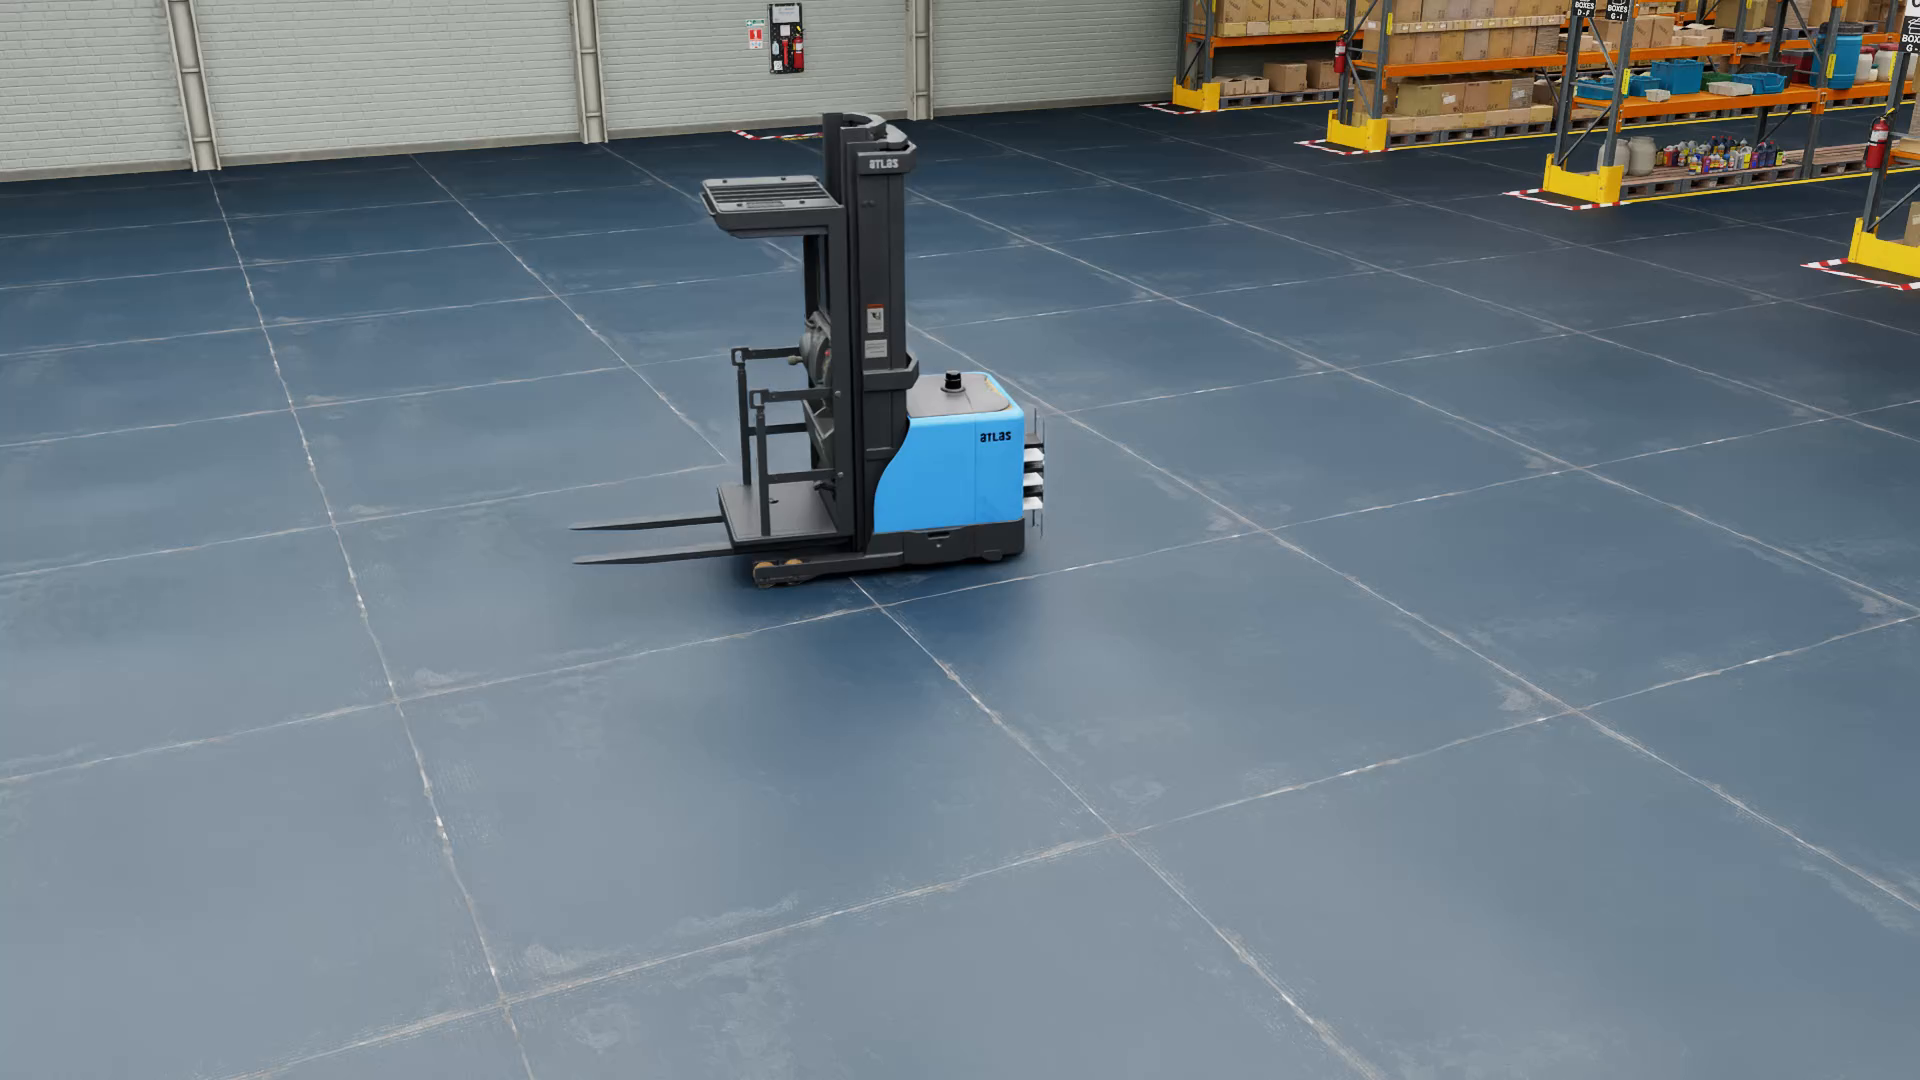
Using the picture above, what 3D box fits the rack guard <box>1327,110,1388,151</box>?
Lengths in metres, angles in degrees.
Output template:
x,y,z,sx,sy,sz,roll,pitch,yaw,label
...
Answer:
x,y,z,sx,sy,sz,roll,pitch,yaw,label
6.552,-6.778,27.470,0.348,0.500,1.175,-10,25,-24,rack guard

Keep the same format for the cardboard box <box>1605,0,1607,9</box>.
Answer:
x,y,z,sx,sy,sz,roll,pitch,yaw,label
13.568,-11.410,34.847,0.500,0.500,0.500,-10,24,-22,cardboard box

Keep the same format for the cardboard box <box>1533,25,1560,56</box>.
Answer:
x,y,z,sx,sy,sz,roll,pitch,yaw,label
9.781,-8.571,28.403,0.500,0.500,0.700,-11,25,-25,cardboard box

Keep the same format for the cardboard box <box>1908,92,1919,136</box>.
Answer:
x,y,z,sx,sy,sz,roll,pitch,yaw,label
11.374,-4.788,18.875,0.500,0.500,0.875,-10,25,-24,cardboard box

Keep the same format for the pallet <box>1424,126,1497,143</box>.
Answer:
x,y,z,sx,sy,sz,roll,pitch,yaw,label
8.342,-6.991,28.362,1.213,0.211,1.003,-10,25,-24,pallet

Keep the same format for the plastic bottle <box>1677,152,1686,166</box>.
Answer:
x,y,z,sx,sy,sz,roll,pitch,yaw,label
10.618,-5.611,24.466,0.097,0.201,0.097,0,22,0,plastic bottle

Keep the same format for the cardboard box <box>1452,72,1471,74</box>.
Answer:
x,y,z,sx,sy,sz,roll,pitch,yaw,label
10.054,-9.744,34.060,0.500,0.500,0.700,-11,25,-24,cardboard box

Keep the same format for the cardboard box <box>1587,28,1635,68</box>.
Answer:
x,y,z,sx,sy,sz,roll,pitch,yaw,label
13.906,-10.534,35.537,0.750,0.750,0.750,-10,24,-22,cardboard box

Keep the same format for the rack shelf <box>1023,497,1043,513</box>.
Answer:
x,y,z,sx,sy,sz,roll,pitch,yaw,label
0.455,-0.260,11.758,0.200,0.077,0.258,-5,23,-13,rack shelf

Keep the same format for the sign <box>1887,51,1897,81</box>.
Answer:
x,y,z,sx,sy,sz,roll,pitch,yaw,label
10.644,-5.398,18.941,0.005,0.325,0.100,-10,25,-24,sign

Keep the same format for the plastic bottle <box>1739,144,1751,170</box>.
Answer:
x,y,z,sx,sy,sz,roll,pitch,yaw,label
11.404,-5.580,24.198,0.185,0.351,0.144,-11,25,-24,plastic bottle

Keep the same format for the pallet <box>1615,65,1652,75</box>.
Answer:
x,y,z,sx,sy,sz,roll,pitch,yaw,label
14.572,-10.192,36.095,1.213,0.211,1.003,-10,25,-24,pallet

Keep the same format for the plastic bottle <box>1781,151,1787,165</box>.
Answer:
x,y,z,sx,sy,sz,roll,pitch,yaw,label
12.131,-5.635,24.526,0.097,0.201,0.097,0,22,0,plastic bottle

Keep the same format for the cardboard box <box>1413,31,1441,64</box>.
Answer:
x,y,z,sx,sy,sz,roll,pitch,yaw,label
7.471,-8.145,27.374,0.500,0.500,0.700,-10,24,-22,cardboard box

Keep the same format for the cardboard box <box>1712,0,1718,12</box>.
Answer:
x,y,z,sx,sy,sz,roll,pitch,yaw,label
16.390,-11.976,36.368,0.700,0.700,0.980,-11,25,-25,cardboard box

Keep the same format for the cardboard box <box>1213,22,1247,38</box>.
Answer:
x,y,z,sx,sy,sz,roll,pitch,yaw,label
4.999,-9.555,31.081,0.500,0.250,0.500,-11,25,-25,cardboard box

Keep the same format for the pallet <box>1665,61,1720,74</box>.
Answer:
x,y,z,sx,sy,sz,roll,pitch,yaw,label
15.954,-10.445,36.706,1.213,0.211,1.003,-10,25,-24,pallet

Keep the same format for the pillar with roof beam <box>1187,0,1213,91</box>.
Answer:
x,y,z,sx,sy,sz,roll,pitch,yaw,label
6.544,-11.346,27.394,0.400,9.000,9.100,-10,25,-24,pillar with roof beam

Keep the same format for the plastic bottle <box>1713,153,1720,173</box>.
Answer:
x,y,z,sx,sy,sz,roll,pitch,yaw,label
10.886,-5.439,23.959,0.097,0.271,0.097,0,22,0,plastic bottle

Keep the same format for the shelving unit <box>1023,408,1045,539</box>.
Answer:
x,y,z,sx,sy,sz,roll,pitch,yaw,label
0.455,-0.457,11.677,0.210,0.900,0.258,-5,23,-13,shelving unit

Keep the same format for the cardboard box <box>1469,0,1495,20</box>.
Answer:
x,y,z,sx,sy,sz,roll,pitch,yaw,label
8.424,-8.920,27.551,0.500,0.500,0.700,-10,25,-24,cardboard box

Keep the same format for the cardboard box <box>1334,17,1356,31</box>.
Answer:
x,y,z,sx,sy,sz,roll,pitch,yaw,label
7.278,-9.984,32.118,0.500,0.250,0.500,-10,25,-23,cardboard box

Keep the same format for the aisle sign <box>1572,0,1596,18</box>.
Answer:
x,y,z,sx,sy,sz,roll,pitch,yaw,label
8.525,-7.521,22.598,0.004,0.787,0.394,-10,25,-24,aisle sign

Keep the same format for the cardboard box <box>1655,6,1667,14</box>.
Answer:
x,y,z,sx,sy,sz,roll,pitch,yaw,label
14.836,-11.323,35.486,0.250,0.149,0.380,-10,24,-23,cardboard box

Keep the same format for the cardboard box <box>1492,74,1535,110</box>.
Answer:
x,y,z,sx,sy,sz,roll,pitch,yaw,label
9.399,-7.639,28.349,0.500,0.500,0.500,-10,25,-24,cardboard box

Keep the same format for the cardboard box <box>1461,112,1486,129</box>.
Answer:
x,y,z,sx,sy,sz,roll,pitch,yaw,label
8.506,-7.121,28.077,0.500,0.250,0.500,-10,25,-24,cardboard box

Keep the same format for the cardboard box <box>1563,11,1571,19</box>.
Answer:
x,y,z,sx,sy,sz,roll,pitch,yaw,label
12.534,-10.892,34.444,0.250,0.149,0.380,-10,24,-22,cardboard box

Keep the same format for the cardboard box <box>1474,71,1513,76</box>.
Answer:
x,y,z,sx,sy,sz,roll,pitch,yaw,label
9.177,-7.816,28.775,0.500,0.500,0.500,-10,25,-24,cardboard box

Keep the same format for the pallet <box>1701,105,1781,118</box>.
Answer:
x,y,z,sx,sy,sz,roll,pitch,yaw,label
14.471,-8.086,31.009,1.213,0.211,1.003,-10,25,-24,pallet

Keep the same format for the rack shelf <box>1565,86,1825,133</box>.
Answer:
x,y,z,sx,sy,sz,roll,pitch,yaw,label
10.521,-6.229,23.816,4.000,0.370,1.077,-10,25,-24,rack shelf

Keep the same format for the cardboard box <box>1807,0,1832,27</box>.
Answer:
x,y,z,sx,sy,sz,roll,pitch,yaw,label
15.821,-9.853,30.952,0.500,0.500,0.700,-18,29,-37,cardboard box

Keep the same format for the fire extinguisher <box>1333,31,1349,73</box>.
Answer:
x,y,z,sx,sy,sz,roll,pitch,yaw,label
6.266,-8.042,27.356,0.183,0.674,0.296,-10,25,-24,fire extinguisher

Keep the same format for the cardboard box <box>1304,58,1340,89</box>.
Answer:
x,y,z,sx,sy,sz,roll,pitch,yaw,label
7.108,-9.169,32.672,0.500,0.500,0.500,-12,26,-28,cardboard box

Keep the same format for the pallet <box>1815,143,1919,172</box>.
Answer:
x,y,z,sx,sy,sz,roll,pitch,yaw,label
14.114,-5.952,25.852,1.213,0.211,1.003,-10,25,-24,pallet

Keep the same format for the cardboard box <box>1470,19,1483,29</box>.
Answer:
x,y,z,sx,sy,sz,roll,pitch,yaw,label
8.406,-8.528,27.452,0.250,0.149,0.380,-10,25,-23,cardboard box

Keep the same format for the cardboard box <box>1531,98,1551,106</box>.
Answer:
x,y,z,sx,sy,sz,roll,pitch,yaw,label
10.426,-7.693,29.458,0.500,0.250,0.500,-11,25,-24,cardboard box

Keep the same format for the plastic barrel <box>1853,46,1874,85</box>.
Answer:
x,y,z,sx,sy,sz,roll,pitch,yaw,label
13.280,-7.039,24.654,0.433,0.535,0.433,0,22,0,plastic barrel

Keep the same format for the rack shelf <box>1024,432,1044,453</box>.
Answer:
x,y,z,sx,sy,sz,roll,pitch,yaw,label
0.455,-0.675,11.586,0.200,0.077,0.258,-5,23,-13,rack shelf

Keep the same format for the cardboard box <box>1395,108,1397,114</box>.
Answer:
x,y,z,sx,sy,sz,roll,pitch,yaw,label
7.374,-7.138,28.119,0.500,0.250,0.500,-10,25,-24,cardboard box

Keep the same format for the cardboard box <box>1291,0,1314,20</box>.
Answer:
x,y,z,sx,sy,sz,roll,pitch,yaw,label
6.360,-10.157,31.556,0.500,0.500,0.500,-10,24,-22,cardboard box

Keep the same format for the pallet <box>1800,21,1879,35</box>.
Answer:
x,y,z,sx,sy,sz,roll,pitch,yaw,label
16.619,-9.744,31.618,1.213,0.211,1.003,-10,25,-24,pallet

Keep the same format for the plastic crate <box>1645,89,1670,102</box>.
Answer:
x,y,z,sx,sy,sz,roll,pitch,yaw,label
9.664,-6.145,23.018,0.250,0.136,0.298,-10,25,-24,plastic crate

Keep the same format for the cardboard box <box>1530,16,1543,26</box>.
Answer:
x,y,z,sx,sy,sz,roll,pitch,yaw,label
9.567,-8.743,27.970,0.250,0.149,0.380,-11,25,-25,cardboard box

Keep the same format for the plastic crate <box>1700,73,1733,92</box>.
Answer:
x,y,z,sx,sy,sz,roll,pitch,yaw,label
10.977,-6.667,24.211,0.662,0.188,0.450,-10,25,-24,plastic crate

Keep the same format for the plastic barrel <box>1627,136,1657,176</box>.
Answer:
x,y,z,sx,sy,sz,roll,pitch,yaw,label
9.730,-5.492,23.800,0.421,0.512,0.421,0,22,0,plastic barrel

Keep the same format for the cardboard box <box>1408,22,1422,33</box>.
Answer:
x,y,z,sx,sy,sz,roll,pitch,yaw,label
7.257,-8.318,26.945,0.250,0.149,0.380,-11,25,-25,cardboard box

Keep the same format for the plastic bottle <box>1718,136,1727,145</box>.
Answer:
x,y,z,sx,sy,sz,roll,pitch,yaw,label
11.415,-5.881,24.924,0.185,0.351,0.144,-10,24,-22,plastic bottle

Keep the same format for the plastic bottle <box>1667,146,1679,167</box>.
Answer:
x,y,z,sx,sy,sz,roll,pitch,yaw,label
10.469,-5.629,24.403,0.133,0.283,0.061,-10,25,-24,plastic bottle

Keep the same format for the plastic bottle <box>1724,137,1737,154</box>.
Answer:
x,y,z,sx,sy,sz,roll,pitch,yaw,label
11.478,-5.831,24.804,0.185,0.351,0.144,-10,25,-24,plastic bottle

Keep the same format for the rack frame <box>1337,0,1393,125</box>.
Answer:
x,y,z,sx,sy,sz,roll,pitch,yaw,label
6.574,-7.937,27.002,0.127,3.000,1.000,-10,25,-24,rack frame

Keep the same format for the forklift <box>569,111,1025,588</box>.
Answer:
x,y,z,sx,sy,sz,roll,pitch,yaw,label
-1.130,-1.262,10.966,3.031,2.935,1.130,-5,23,-13,forklift

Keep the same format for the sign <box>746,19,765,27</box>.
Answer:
x,y,z,sx,sy,sz,roll,pitch,yaw,label
-3.507,-8.868,28.513,0.331,0.109,0.001,-10,25,-24,sign

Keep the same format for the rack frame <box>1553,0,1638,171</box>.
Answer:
x,y,z,sx,sy,sz,roll,pitch,yaw,label
8.719,-6.229,22.877,0.127,3.000,1.000,-10,25,-24,rack frame

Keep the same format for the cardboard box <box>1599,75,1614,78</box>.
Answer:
x,y,z,sx,sy,sz,roll,pitch,yaw,label
11.790,-8.202,29.954,0.500,0.311,0.500,-11,25,-24,cardboard box

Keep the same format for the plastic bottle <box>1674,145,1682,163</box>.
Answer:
x,y,z,sx,sy,sz,roll,pitch,yaw,label
10.547,-5.685,24.548,0.135,0.276,0.152,-11,25,-25,plastic bottle

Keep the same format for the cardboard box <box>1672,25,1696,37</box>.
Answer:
x,y,z,sx,sy,sz,roll,pitch,yaw,label
12.892,-9.141,30.028,0.500,0.311,0.500,-11,25,-24,cardboard box

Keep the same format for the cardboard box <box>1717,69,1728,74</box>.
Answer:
x,y,z,sx,sy,sz,roll,pitch,yaw,label
14.523,-8.548,31.172,0.500,0.500,0.500,-9,24,-22,cardboard box
